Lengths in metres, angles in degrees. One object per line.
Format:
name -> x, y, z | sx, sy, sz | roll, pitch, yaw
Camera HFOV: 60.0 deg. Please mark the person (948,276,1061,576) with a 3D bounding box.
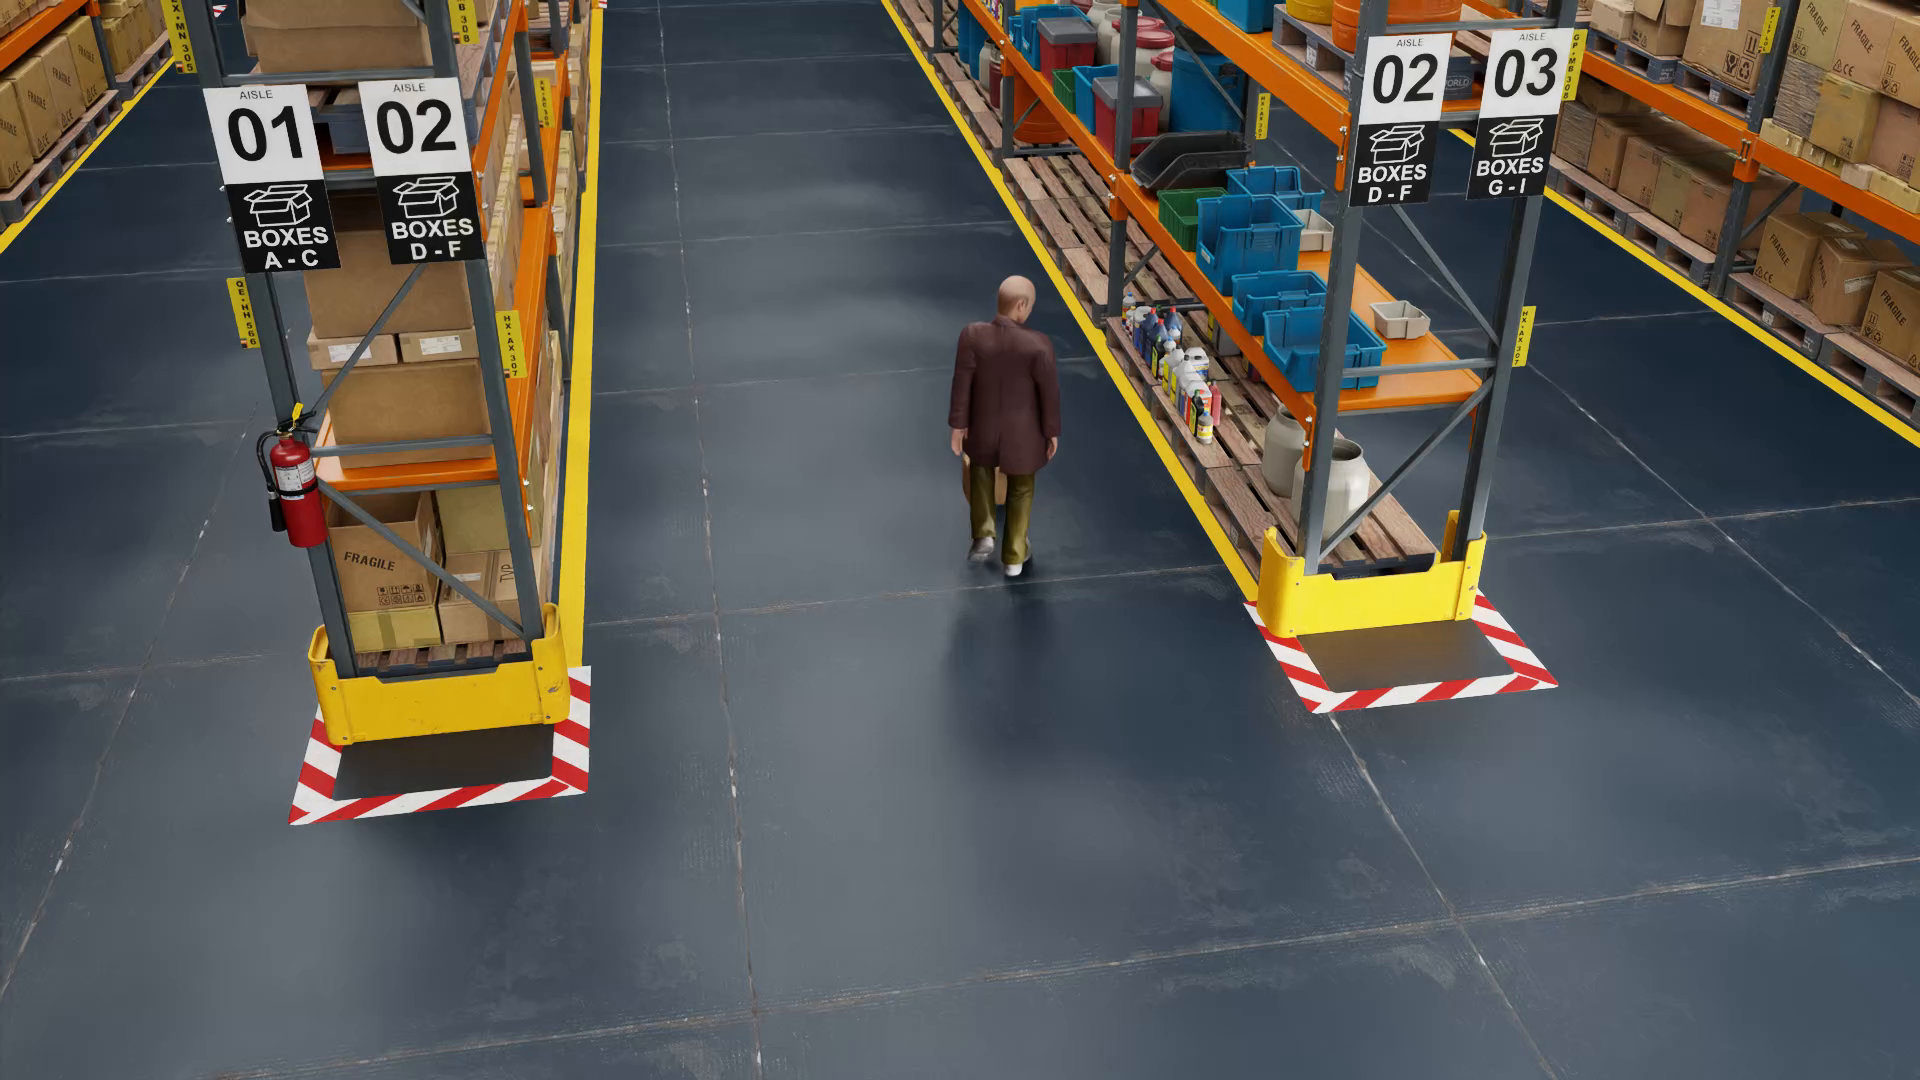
person -> 0.268, -0.625, 9.204 | 0.617, 1.794, 0.456 | 8, 31, 14
